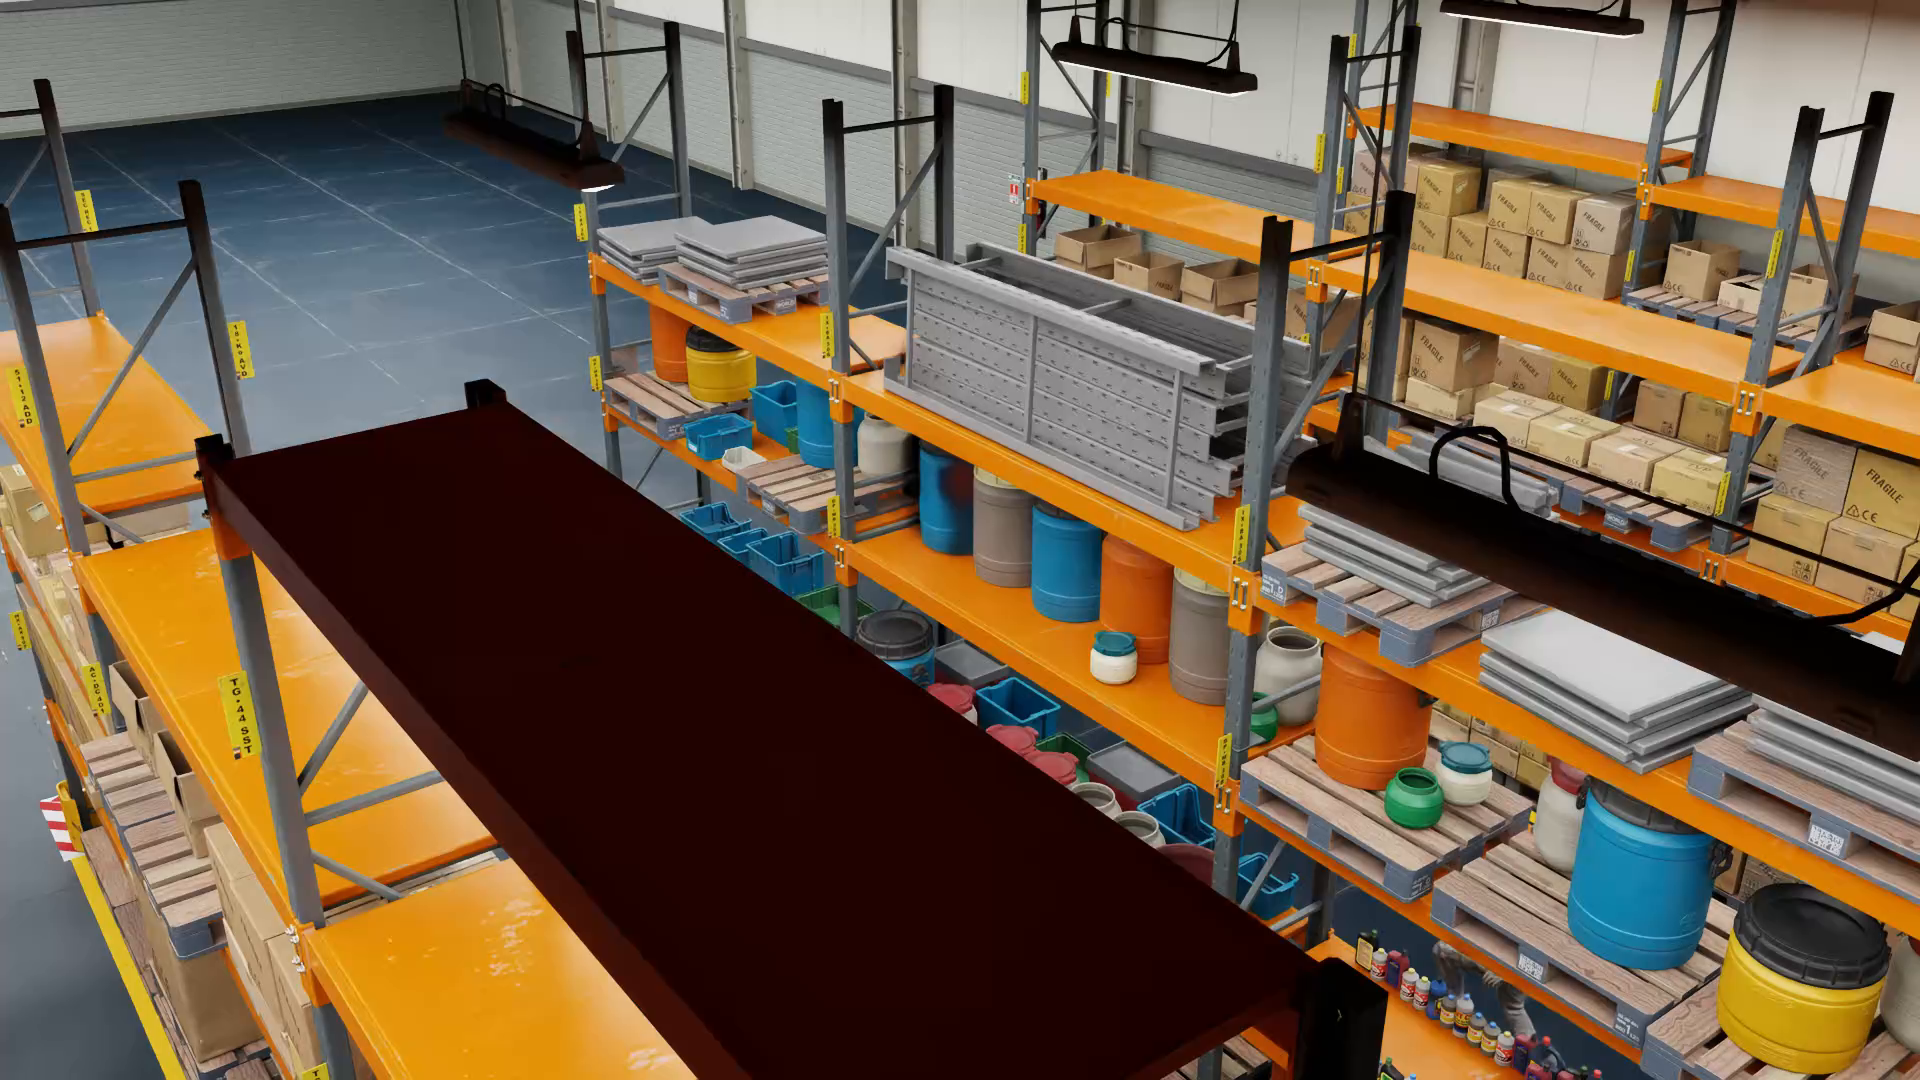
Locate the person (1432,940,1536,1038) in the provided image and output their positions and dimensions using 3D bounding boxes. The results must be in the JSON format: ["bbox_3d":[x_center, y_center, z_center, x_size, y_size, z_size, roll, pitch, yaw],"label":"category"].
[{"bbox_3d":[3.554,2.717,10.903,0.631,1.729,0.856,-13,28,-26],"label":"person"}]
